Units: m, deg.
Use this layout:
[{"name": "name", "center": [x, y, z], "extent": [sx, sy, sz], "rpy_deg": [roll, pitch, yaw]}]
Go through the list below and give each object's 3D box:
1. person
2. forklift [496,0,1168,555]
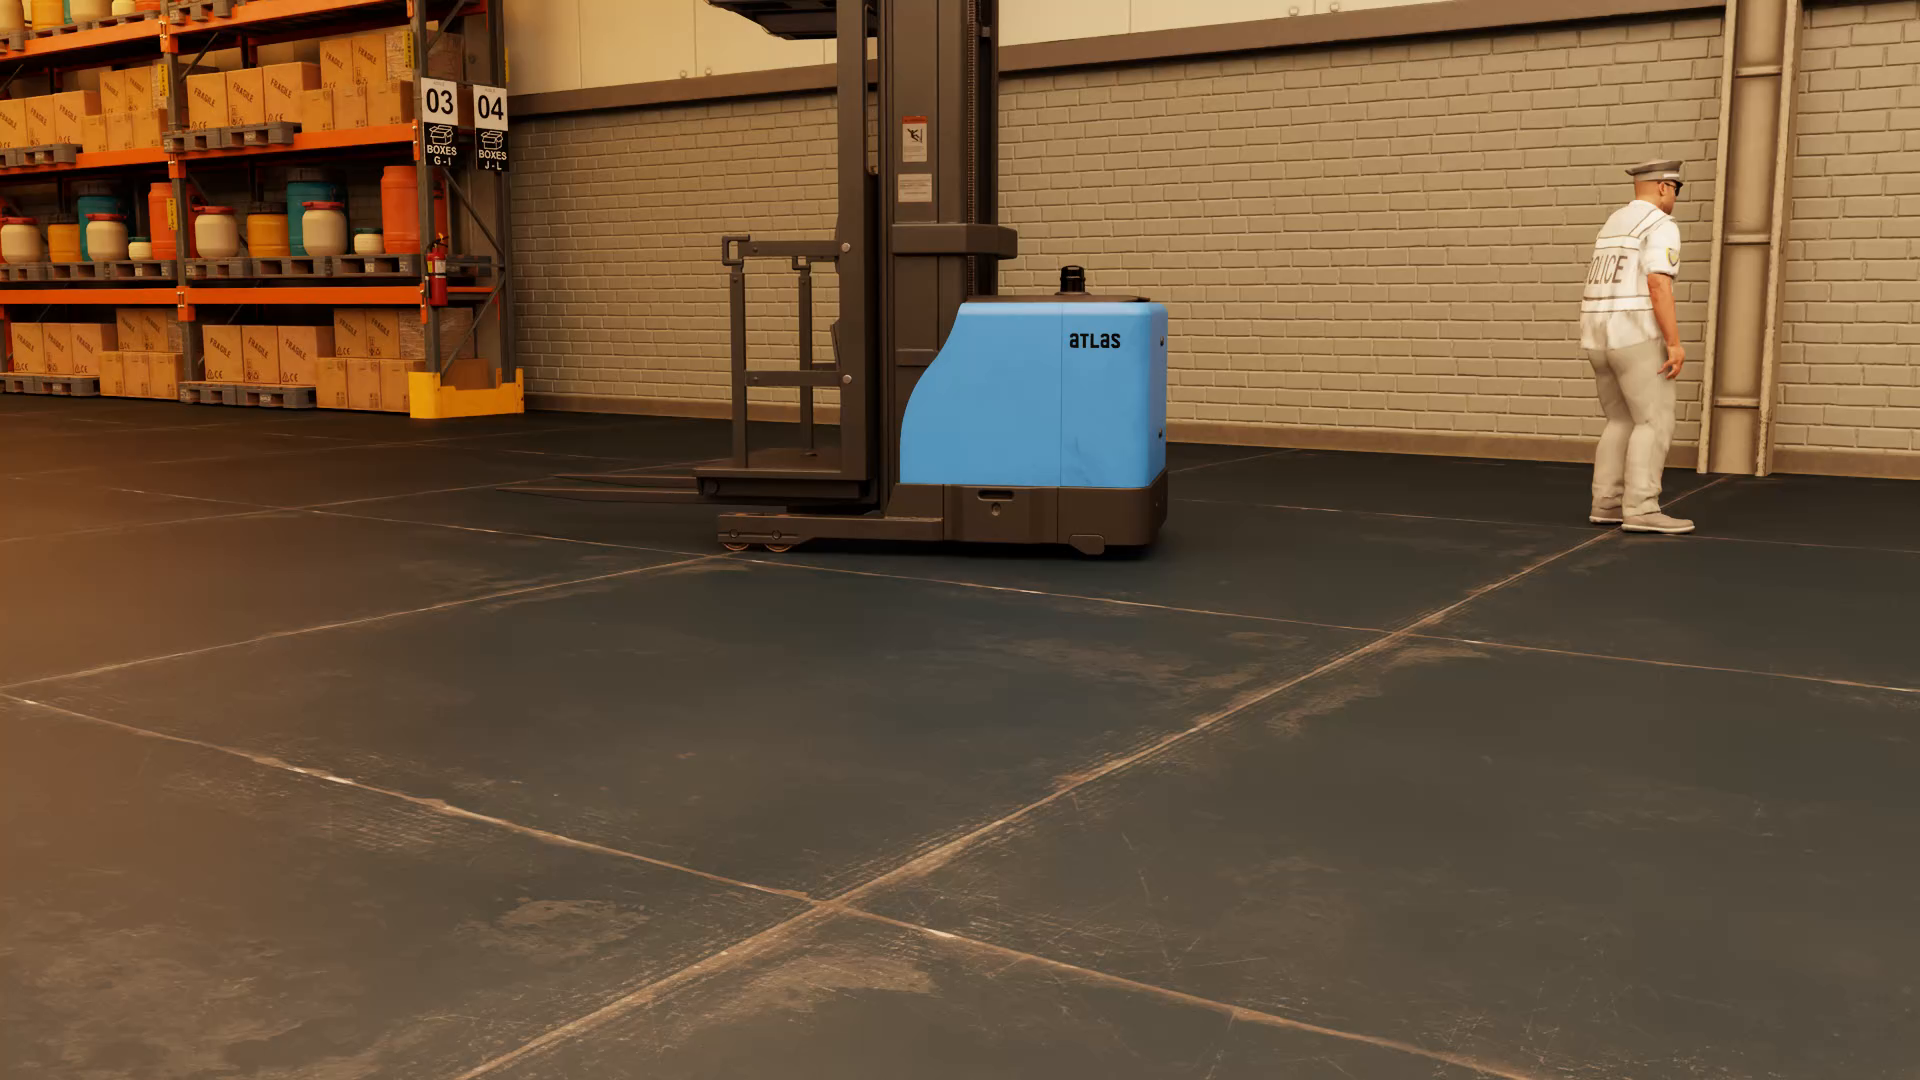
[{"name": "person", "center": [3.216, -0.930, 7.932], "extent": [0.442, 1.747, 0.606], "rpy_deg": [-1, 8, -10]}, {"name": "forklift", "center": [-0.596, -1.469, 7.520], "extent": [3.031, 2.935, 1.130], "rpy_deg": [2, 8, 12]}]
